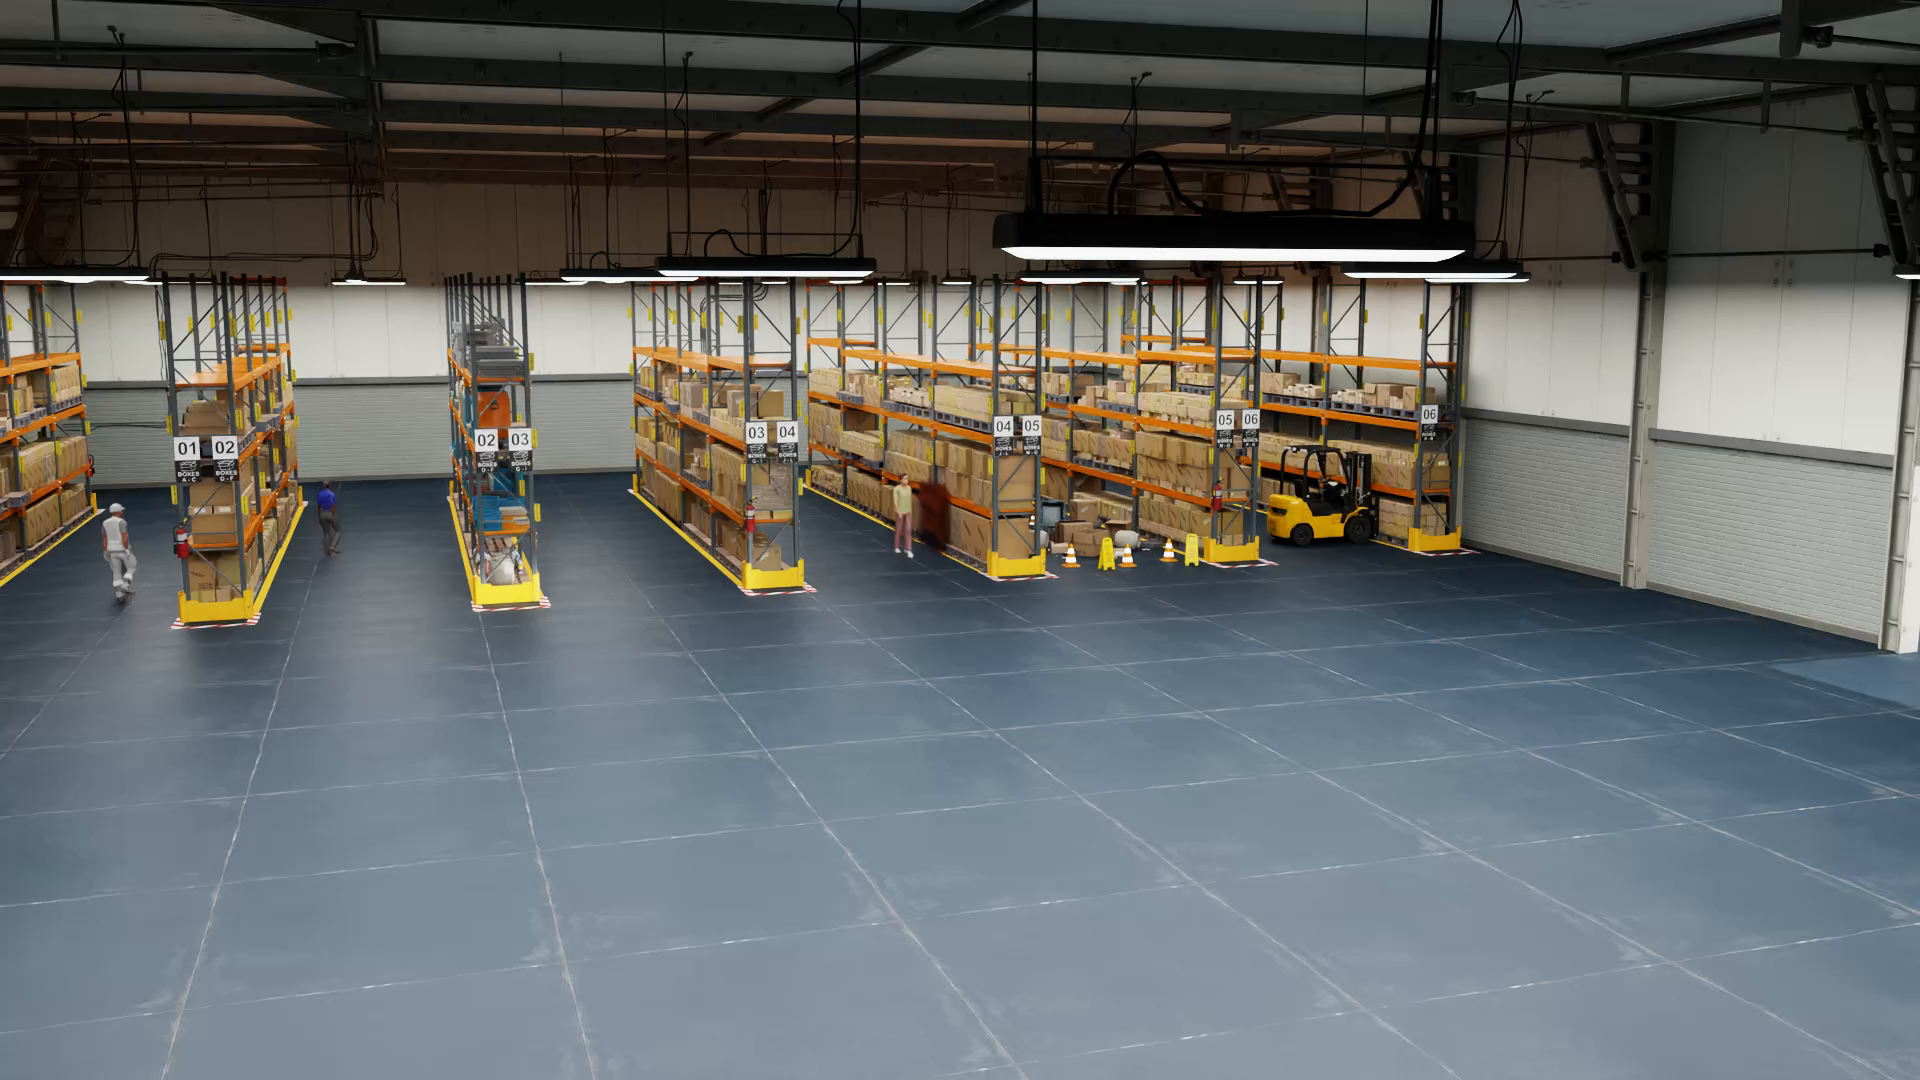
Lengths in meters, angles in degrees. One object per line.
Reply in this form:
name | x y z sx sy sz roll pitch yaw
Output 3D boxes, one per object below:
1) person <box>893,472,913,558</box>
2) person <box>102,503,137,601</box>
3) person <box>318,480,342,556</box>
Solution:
person | -1.164 -0.523 34.189 0.454 1.733 0.566 -4 10 -26
person | -15.547 0.220 30.714 0.573 1.777 0.564 -1 9 -8
person | -13.538 -0.470 35.654 0.498 1.637 0.438 0 9 1
